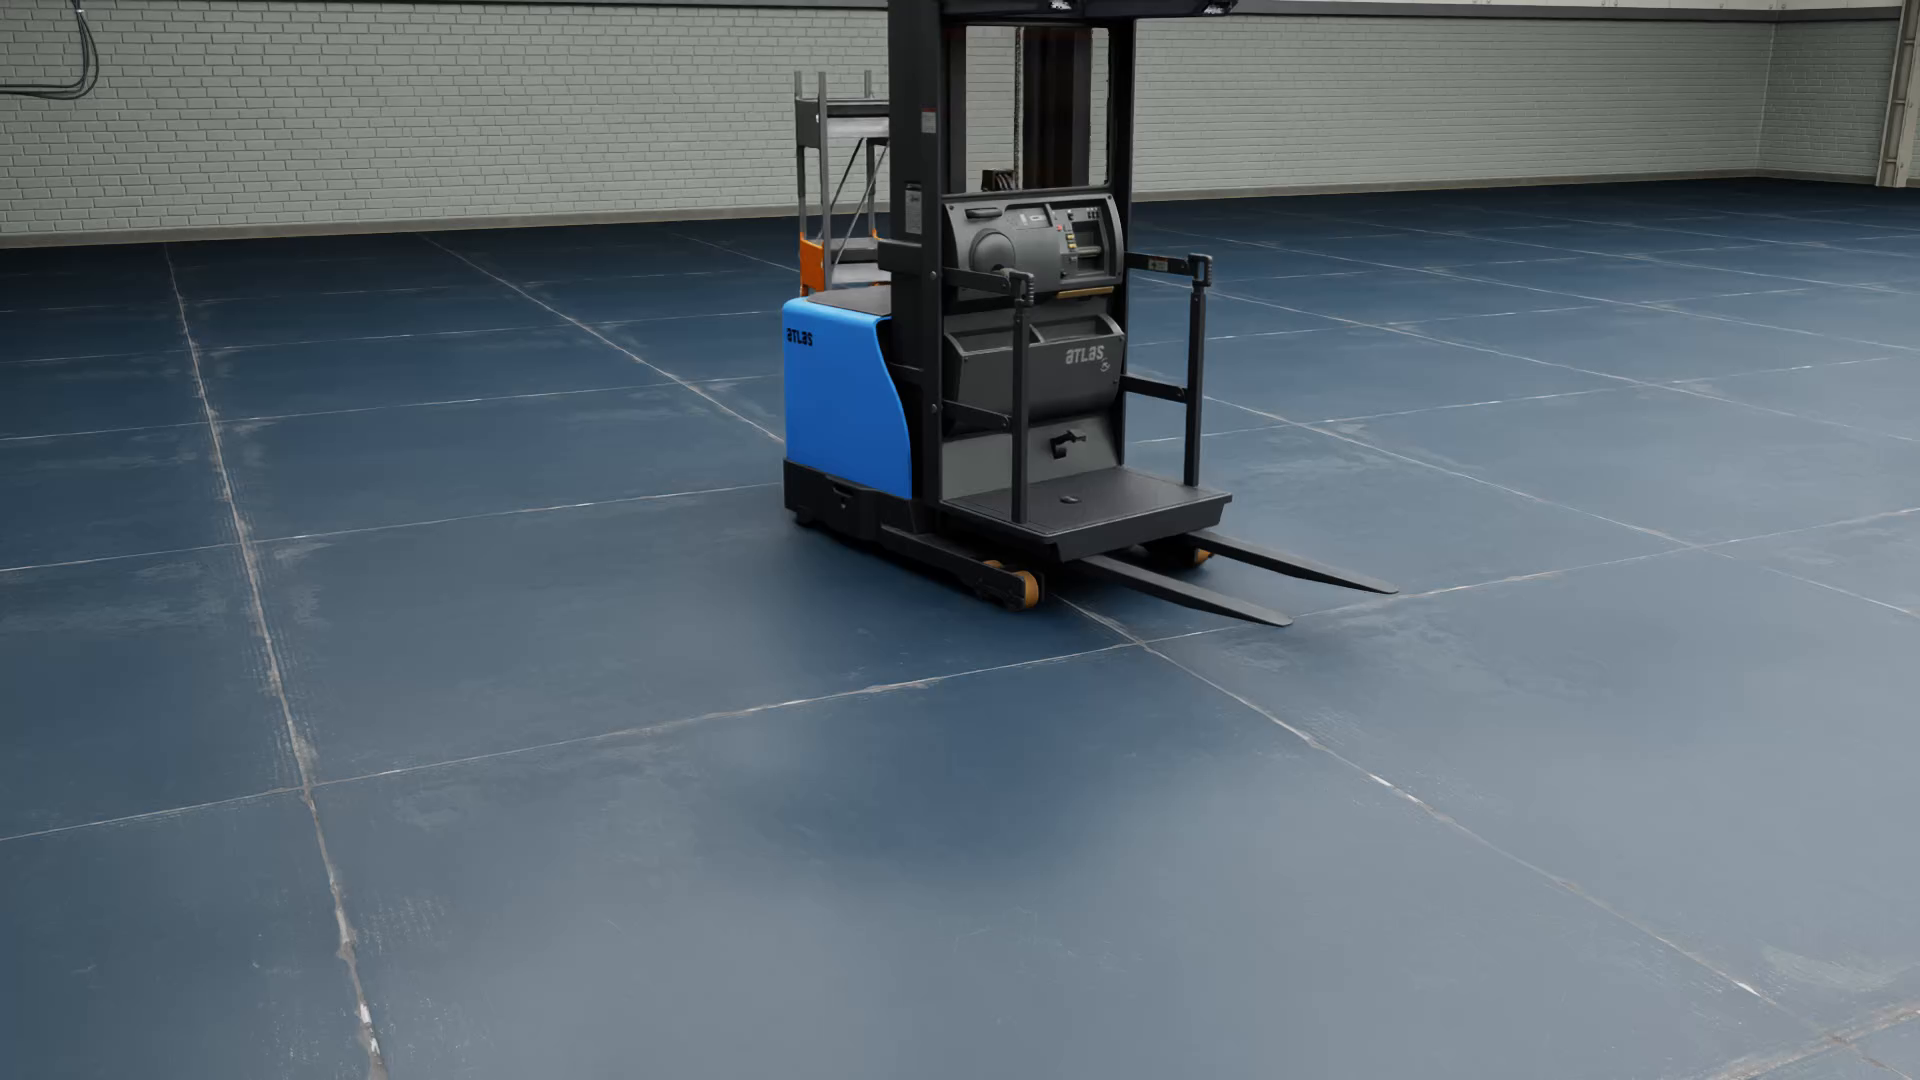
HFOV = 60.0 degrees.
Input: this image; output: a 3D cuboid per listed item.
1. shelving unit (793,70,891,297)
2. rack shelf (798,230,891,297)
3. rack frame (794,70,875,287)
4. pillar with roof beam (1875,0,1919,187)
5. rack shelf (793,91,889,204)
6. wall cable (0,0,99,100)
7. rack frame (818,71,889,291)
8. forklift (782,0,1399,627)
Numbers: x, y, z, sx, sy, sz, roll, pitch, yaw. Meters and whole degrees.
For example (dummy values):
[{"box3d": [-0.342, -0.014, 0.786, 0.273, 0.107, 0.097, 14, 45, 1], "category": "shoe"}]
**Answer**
[{"box3d": [-0.555, -1.304, 8.480, 0.431, 2.100, 0.503, -6, 17, -18], "category": "shelving unit"}, {"box3d": [-0.555, -1.291, 8.484, 0.431, 0.518, 0.480, -6, 17, -18], "category": "rack shelf"}, {"box3d": [-0.633, -1.367, 8.702, 0.400, 2.100, 0.015, -6, 17, -18], "category": "rack frame"}, {"box3d": [12.887, -10.172, 26.884, 9.100, 9.000, 0.400, -8, 18, -25], "category": "pillar with roof beam"}, {"box3d": [-0.560, -1.963, 8.289, 0.431, 0.518, 0.480, -6, 17, -18], "category": "rack shelf"}, {"box3d": [-11.661, -6.284, 18.963, 3.097, 2.526, 0.112, -8, 18, -25], "category": "wall cable"}, {"box3d": [-0.476, -1.240, 8.258, 0.400, 2.100, 0.015, -6, 17, -18], "category": "rack frame"}, {"box3d": [0.459, -1.274, 6.878, 1.130, 2.935, 3.031, -12, 20, -37], "category": "forklift"}]
